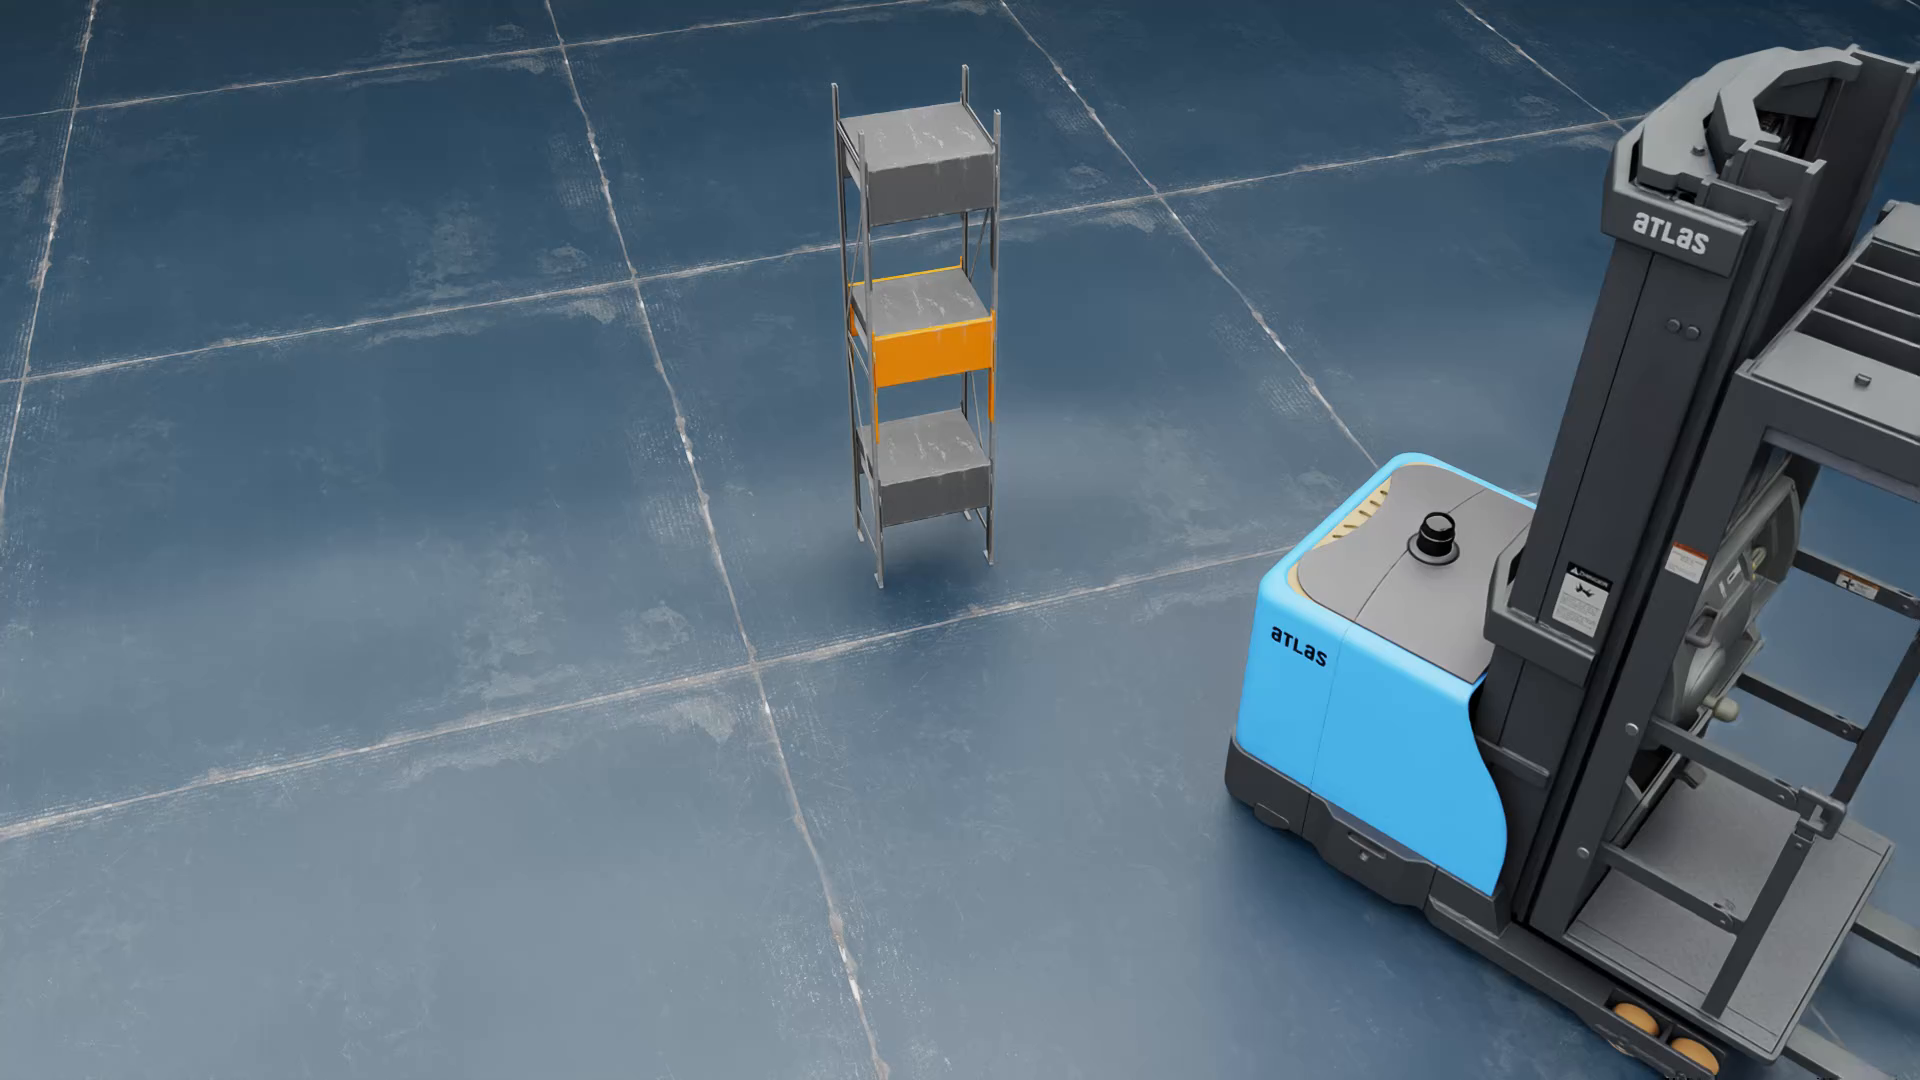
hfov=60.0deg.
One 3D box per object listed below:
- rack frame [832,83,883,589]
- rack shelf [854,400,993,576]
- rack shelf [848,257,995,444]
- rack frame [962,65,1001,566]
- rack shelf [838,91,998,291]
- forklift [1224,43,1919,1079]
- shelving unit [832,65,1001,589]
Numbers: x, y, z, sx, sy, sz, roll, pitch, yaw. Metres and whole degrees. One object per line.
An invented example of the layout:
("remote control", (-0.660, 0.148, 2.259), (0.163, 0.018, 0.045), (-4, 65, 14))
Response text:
("rack frame", (-0.391, -0.710, 6.467), (0.015, 2.100, 0.400), (-12, 42, -13))
("rack shelf", (-0.158, -0.221, 6.991), (0.480, 0.518, 0.431), (-12, 42, -13))
("rack shelf", (-0.158, -0.748, 6.531), (0.480, 0.518, 0.431), (-12, 42, -13))
("rack frame", (0.075, -0.806, 6.577), (0.015, 2.100, 0.400), (-12, 42, -13))
("rack shelf", (-0.158, -1.275, 6.070), (0.480, 0.518, 0.431), (-12, 42, -13))
("forklift", (2.415, 0.241, 4.746), (3.031, 2.935, 1.130), (30, 49, 30))
("shelving unit", (-0.158, -0.758, 6.522), (0.503, 2.100, 0.431), (-12, 42, -13))
